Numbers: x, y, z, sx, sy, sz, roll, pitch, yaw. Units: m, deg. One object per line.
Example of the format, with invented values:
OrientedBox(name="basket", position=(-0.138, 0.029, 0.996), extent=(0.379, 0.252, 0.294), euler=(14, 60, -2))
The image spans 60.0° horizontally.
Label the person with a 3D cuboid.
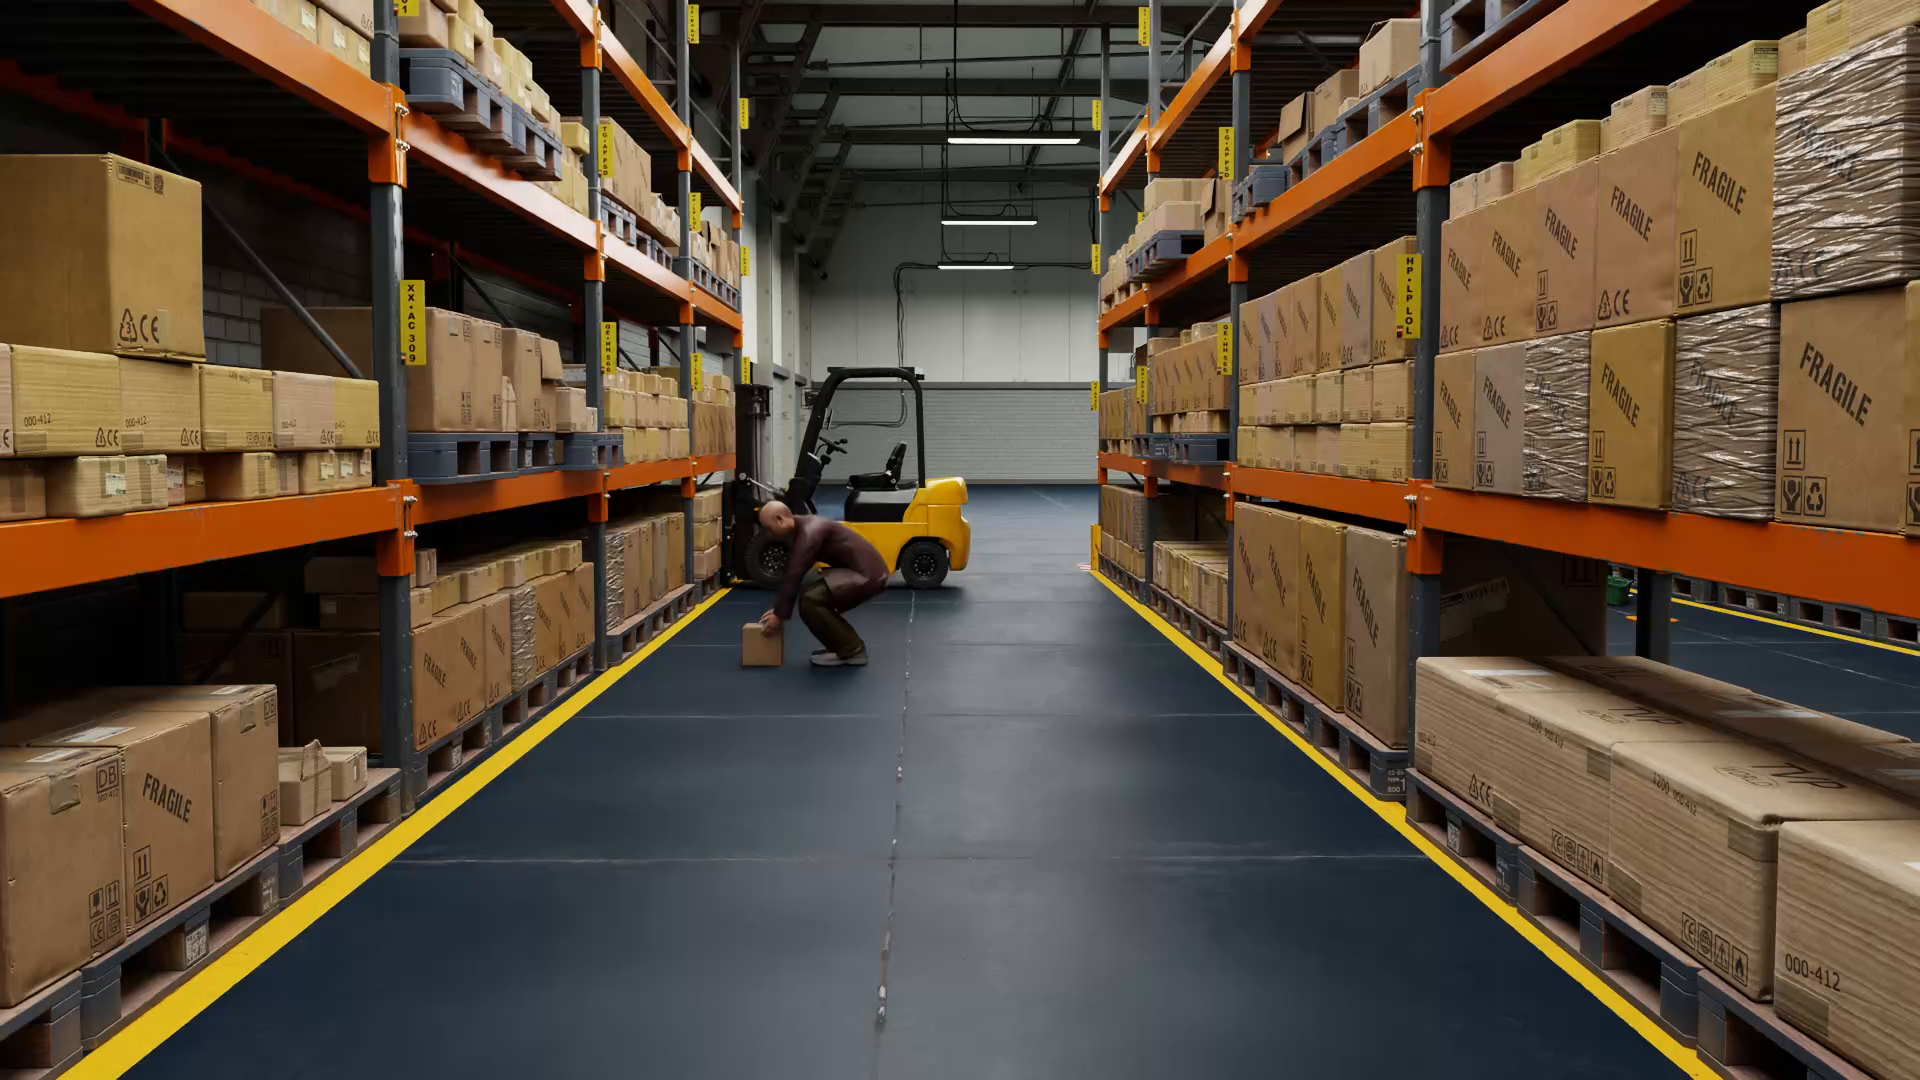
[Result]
OrientedBox(name="person", position=(-0.897, 0.281, 10.903), extent=(0.875, 1.065, 0.615), euler=(0, 4, -1))
